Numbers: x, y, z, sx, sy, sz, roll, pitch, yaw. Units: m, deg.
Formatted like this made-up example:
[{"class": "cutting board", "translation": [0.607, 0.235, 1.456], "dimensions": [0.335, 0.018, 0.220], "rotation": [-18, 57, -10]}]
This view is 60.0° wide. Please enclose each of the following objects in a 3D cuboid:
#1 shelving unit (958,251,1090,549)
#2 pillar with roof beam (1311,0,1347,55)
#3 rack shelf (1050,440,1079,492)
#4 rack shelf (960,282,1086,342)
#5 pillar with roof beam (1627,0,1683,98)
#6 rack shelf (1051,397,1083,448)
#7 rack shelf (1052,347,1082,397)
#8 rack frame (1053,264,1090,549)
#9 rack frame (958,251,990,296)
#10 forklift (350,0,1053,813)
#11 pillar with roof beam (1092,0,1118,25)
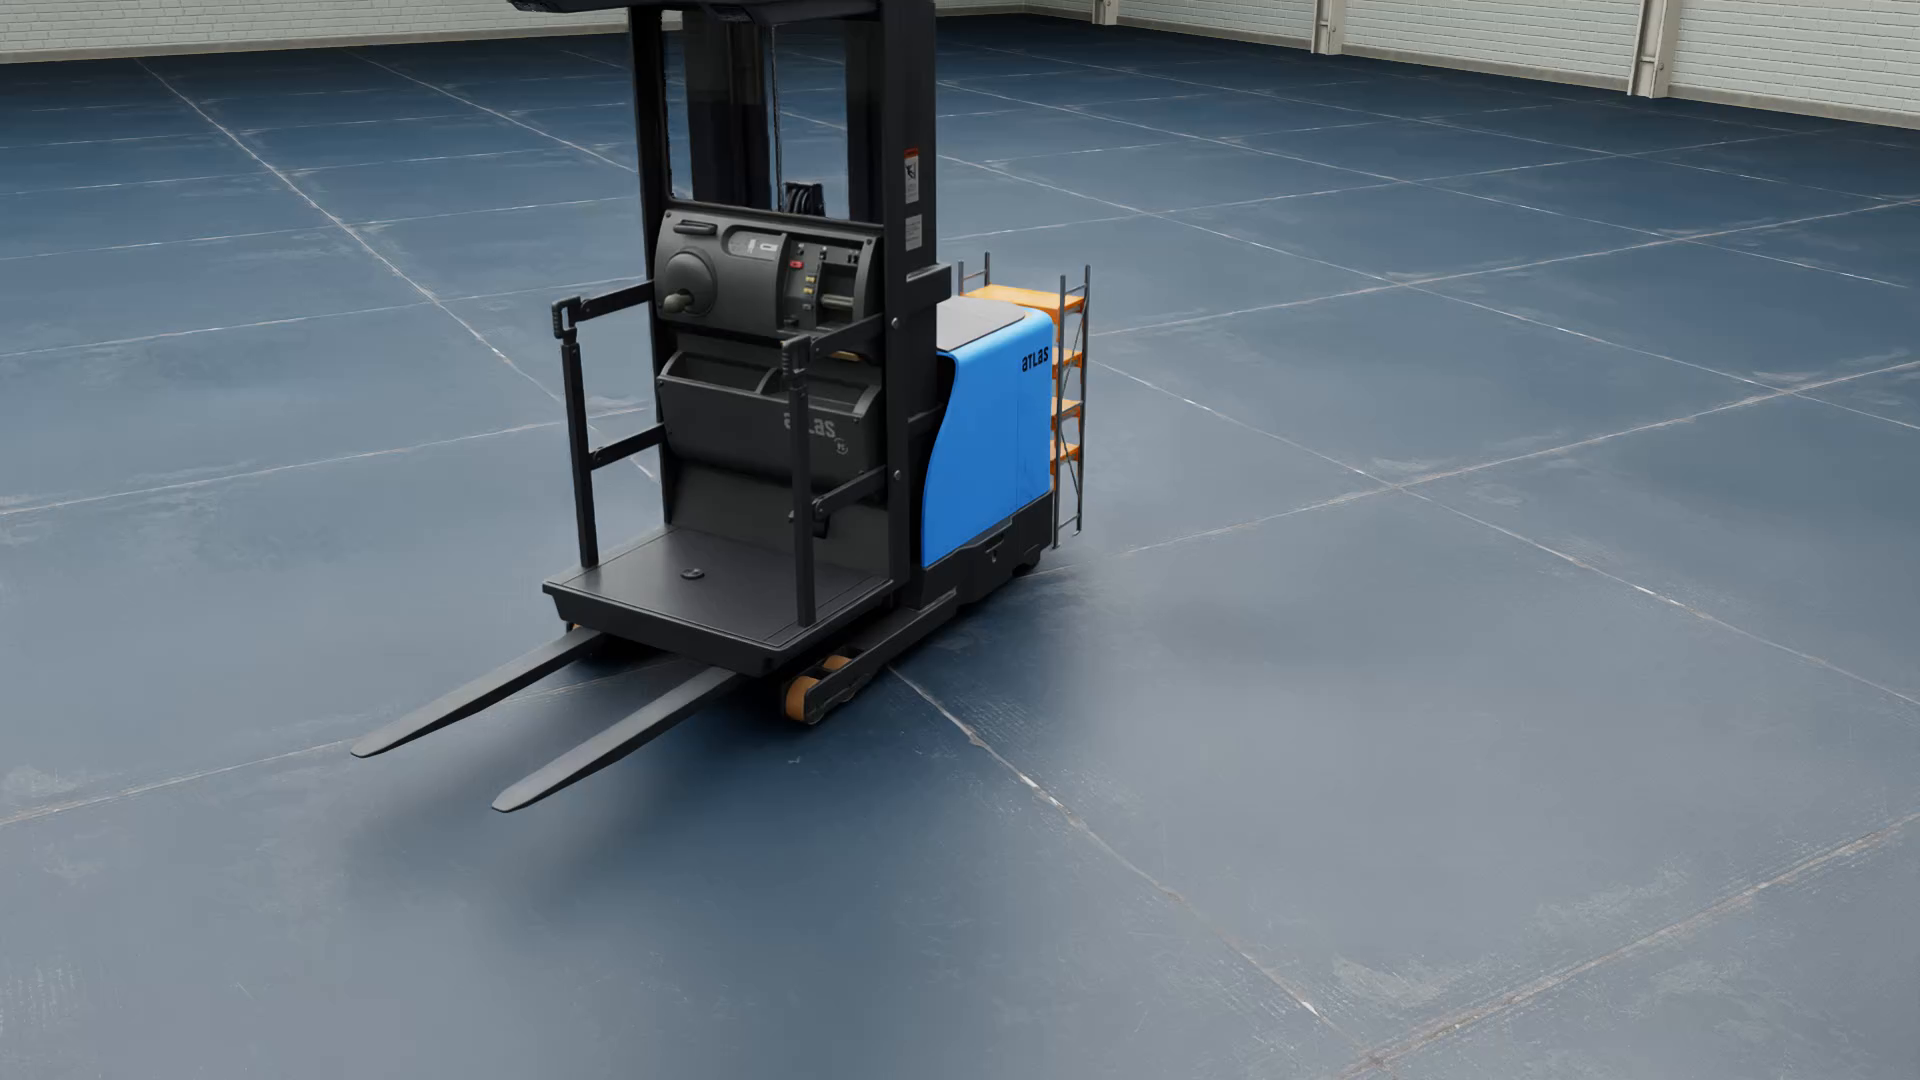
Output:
[{"class": "shelving unit", "translation": [0.267, -0.607, 7.208], "dimensions": [0.503, 1.200, 0.258], "rotation": [13, 25, 29]}, {"class": "pillar with roof beam", "translation": [2.056, -10.985, 22.386], "dimensions": [9.100, 9.000, 0.400], "rotation": [-13, 25, -28]}, {"class": "rack shelf", "translation": [0.265, -0.360, 7.306], "dimensions": [0.480, 0.148, 0.258], "rotation": [13, 25, 29]}, {"class": "rack shelf", "translation": [0.268, -0.972, 7.063], "dimensions": [0.480, 0.148, 0.258], "rotation": [13, 25, 29]}, {"class": "pillar with roof beam", "translation": [5.121, -9.042, 17.607], "dimensions": [9.100, 9.000, 0.400], "rotation": [-13, 25, -28]}, {"class": "rack shelf", "translation": [0.266, -0.544, 7.233], "dimensions": [0.480, 0.148, 0.258], "rotation": [13, 25, 29]}, {"class": "rack shelf", "translation": [0.267, -0.752, 7.150], "dimensions": [0.480, 0.148, 0.258], "rotation": [13, 25, 29]}, {"class": "rack frame", "translation": [0.475, -0.559, 7.090], "dimensions": [0.015, 1.200, 0.240], "rotation": [13, 25, 29]}, {"class": "rack frame", "translation": [0.059, -0.655, 7.326], "dimensions": [0.015, 1.200, 0.240], "rotation": [13, 25, 29]}, {"class": "forklift", "translation": [-0.804, -0.919, 5.681], "dimensions": [1.130, 2.935, 3.031], "rotation": [13, 25, 29]}, {"class": "pillar with roof beam", "translation": [-1.009, -12.927, 27.164], "dimensions": [9.100, 9.000, 0.400], "rotation": [-13, 25, -28]}]
